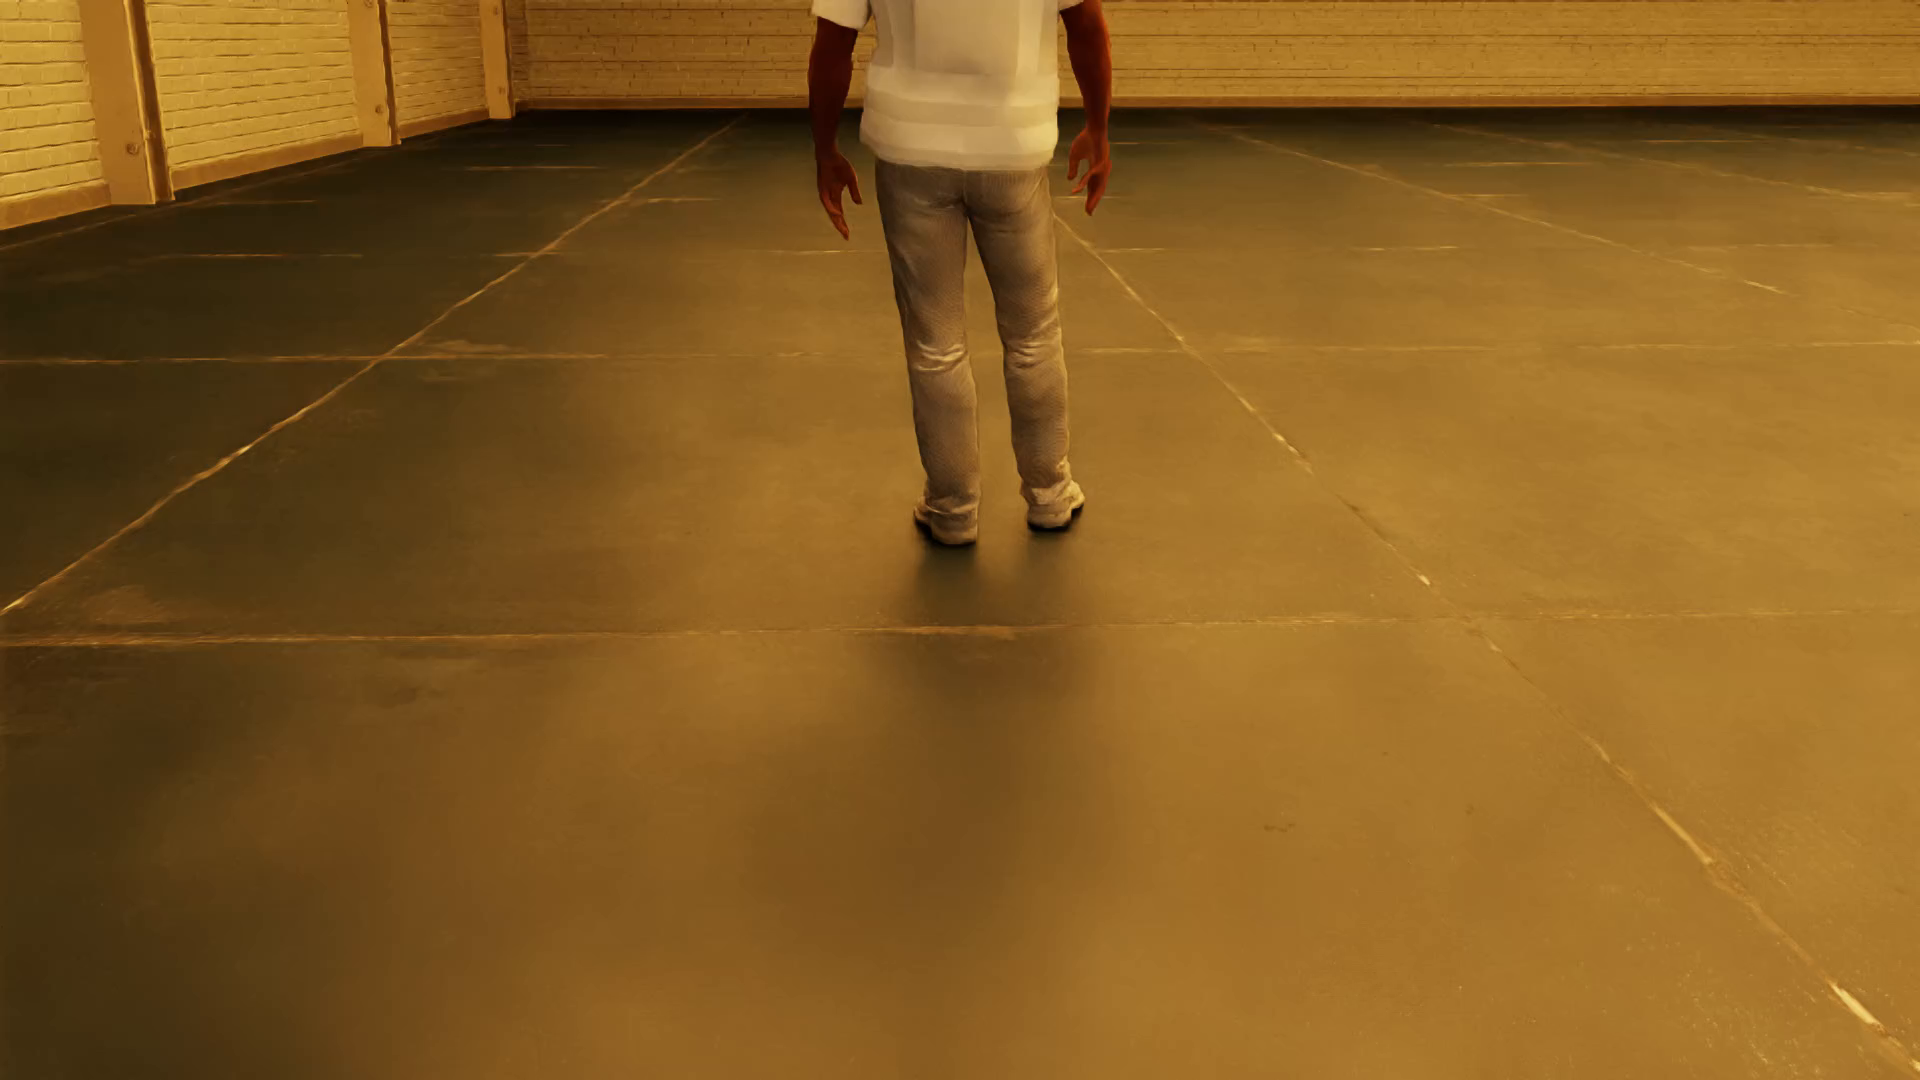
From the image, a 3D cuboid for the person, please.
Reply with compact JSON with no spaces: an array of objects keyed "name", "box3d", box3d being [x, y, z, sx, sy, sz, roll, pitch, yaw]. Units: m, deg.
[{"name":"person","box3d":[0.002,-0.872,3.724,0.665,1.766,0.576,-1,17,-3]}]
